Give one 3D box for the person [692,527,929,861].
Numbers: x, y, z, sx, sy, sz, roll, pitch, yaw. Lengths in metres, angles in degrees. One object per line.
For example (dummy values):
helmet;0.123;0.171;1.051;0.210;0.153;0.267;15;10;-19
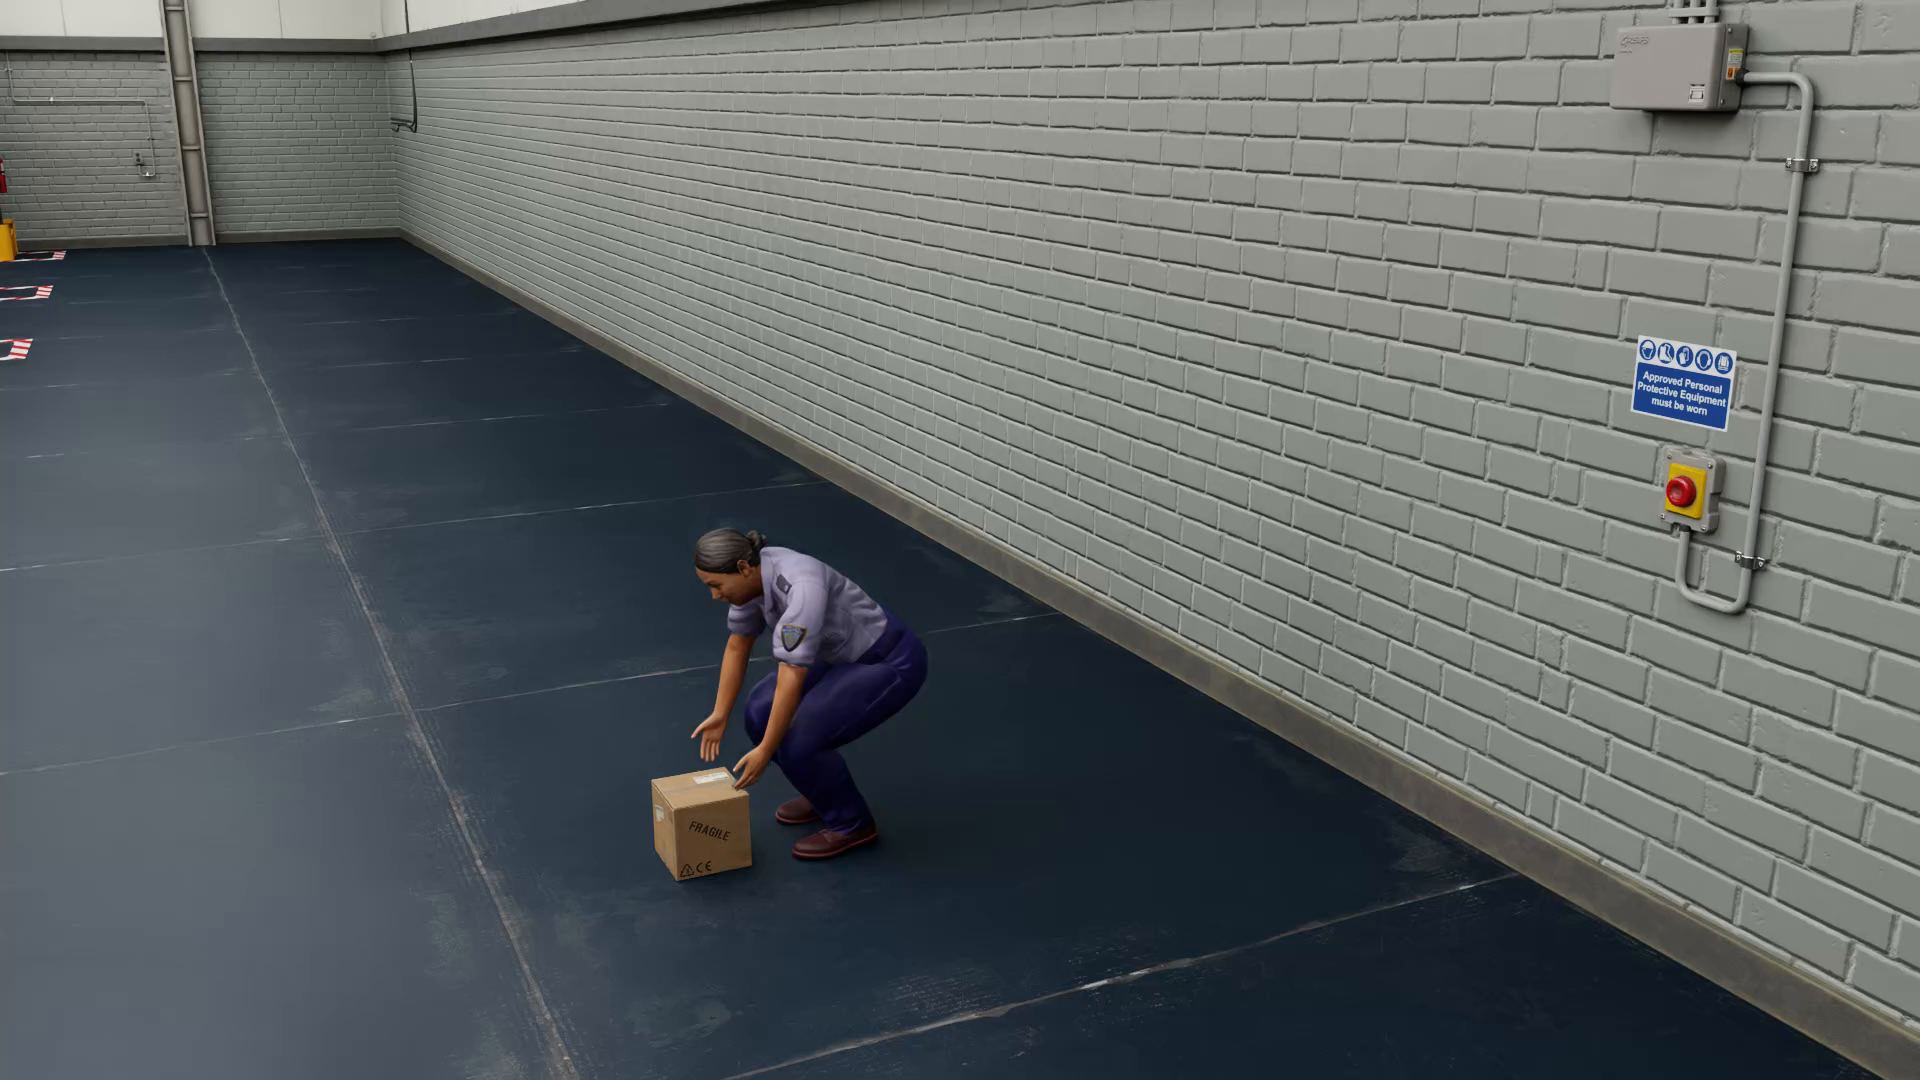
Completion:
person;-0.477;0.459;5.398;0.770;1.114;0.538;-7;17;-25
